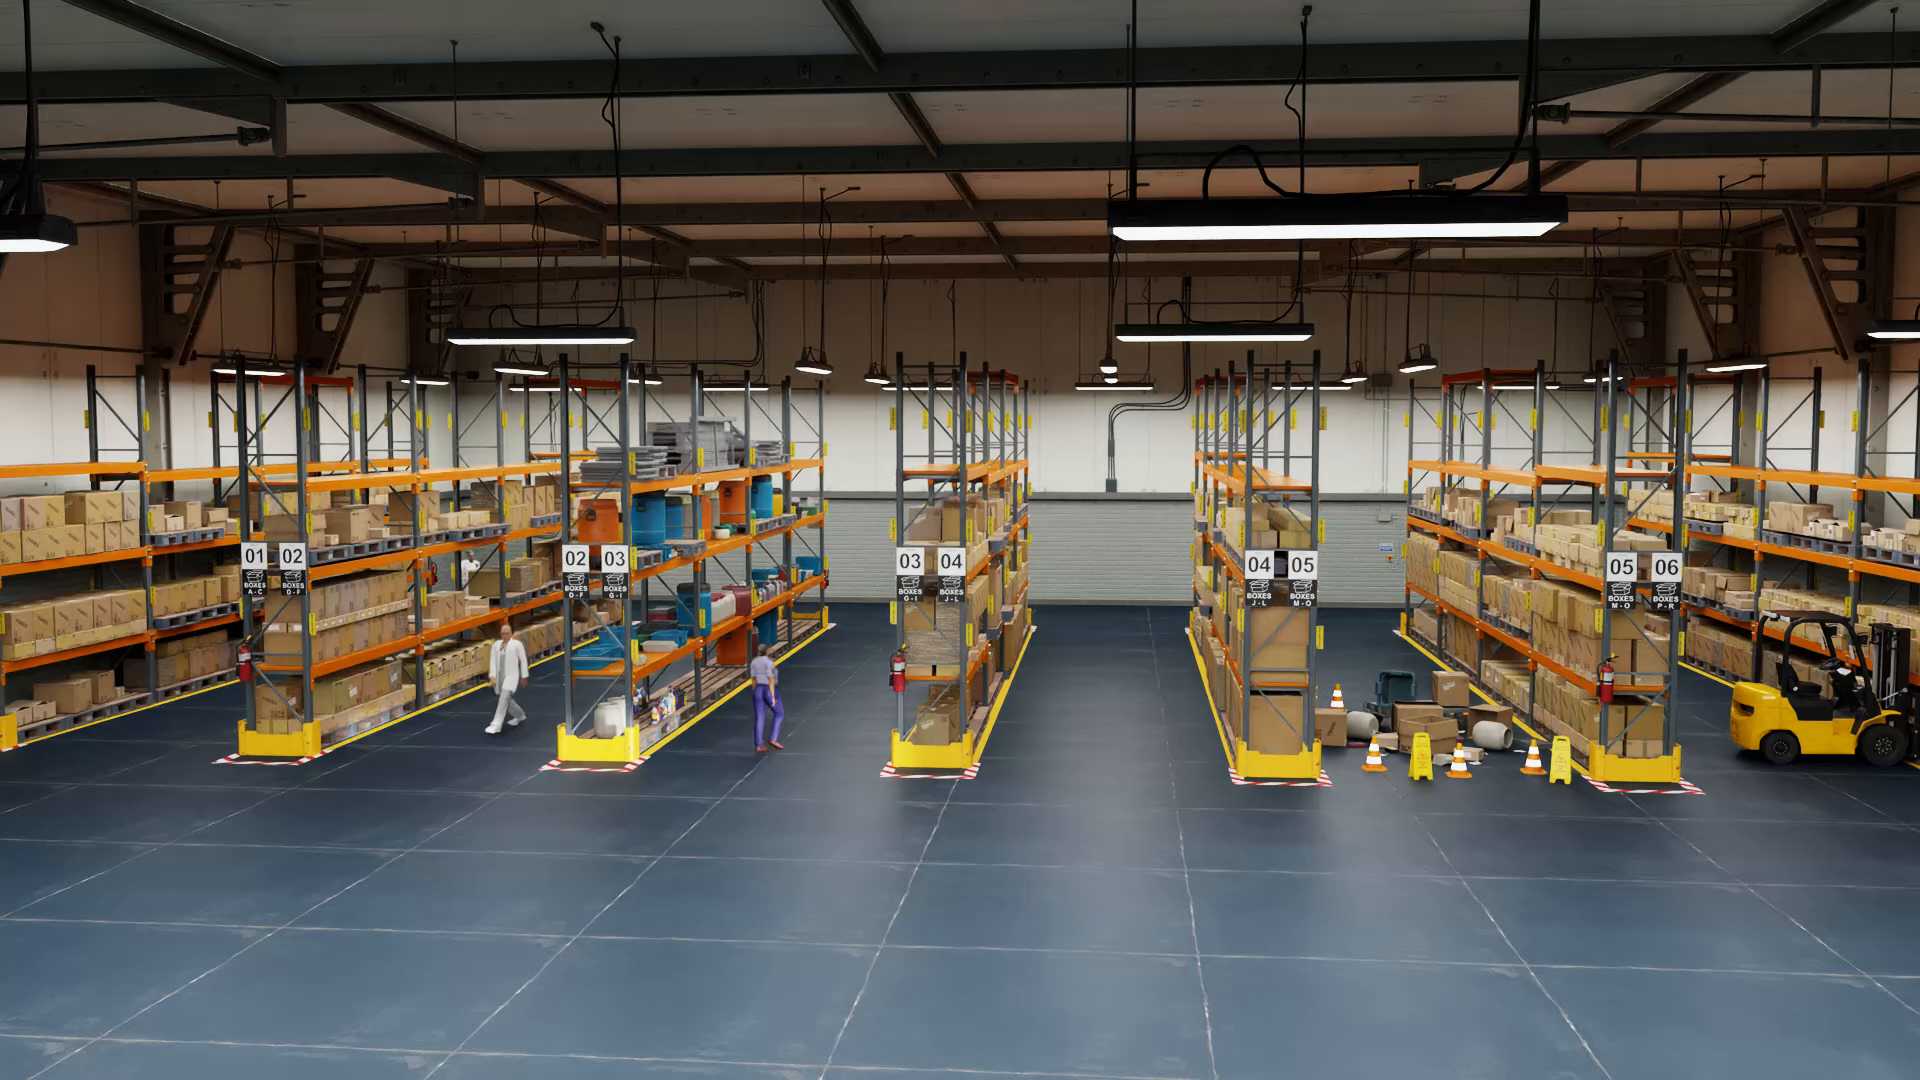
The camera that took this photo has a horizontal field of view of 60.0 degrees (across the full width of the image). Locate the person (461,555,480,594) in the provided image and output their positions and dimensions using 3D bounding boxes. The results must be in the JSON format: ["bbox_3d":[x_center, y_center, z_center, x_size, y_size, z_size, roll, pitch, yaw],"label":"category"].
[{"bbox_3d":[-12.330,1.160,41.966,0.595,1.756,0.443,-4,6,-43],"label":"person"}]

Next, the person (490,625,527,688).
[{"bbox_3d":[-7.358,1.899,26.926,0.534,1.049,0.486,2,4,20],"label":"person"}]

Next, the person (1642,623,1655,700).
[{"bbox_3d":[11.632,2.169,28.121,0.436,1.522,0.335,-1,4,-18],"label":"person"}]

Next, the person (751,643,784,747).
[{"bbox_3d":[-2.969,2.316,25.357,0.484,1.510,0.410,1,4,17],"label":"person"}]
